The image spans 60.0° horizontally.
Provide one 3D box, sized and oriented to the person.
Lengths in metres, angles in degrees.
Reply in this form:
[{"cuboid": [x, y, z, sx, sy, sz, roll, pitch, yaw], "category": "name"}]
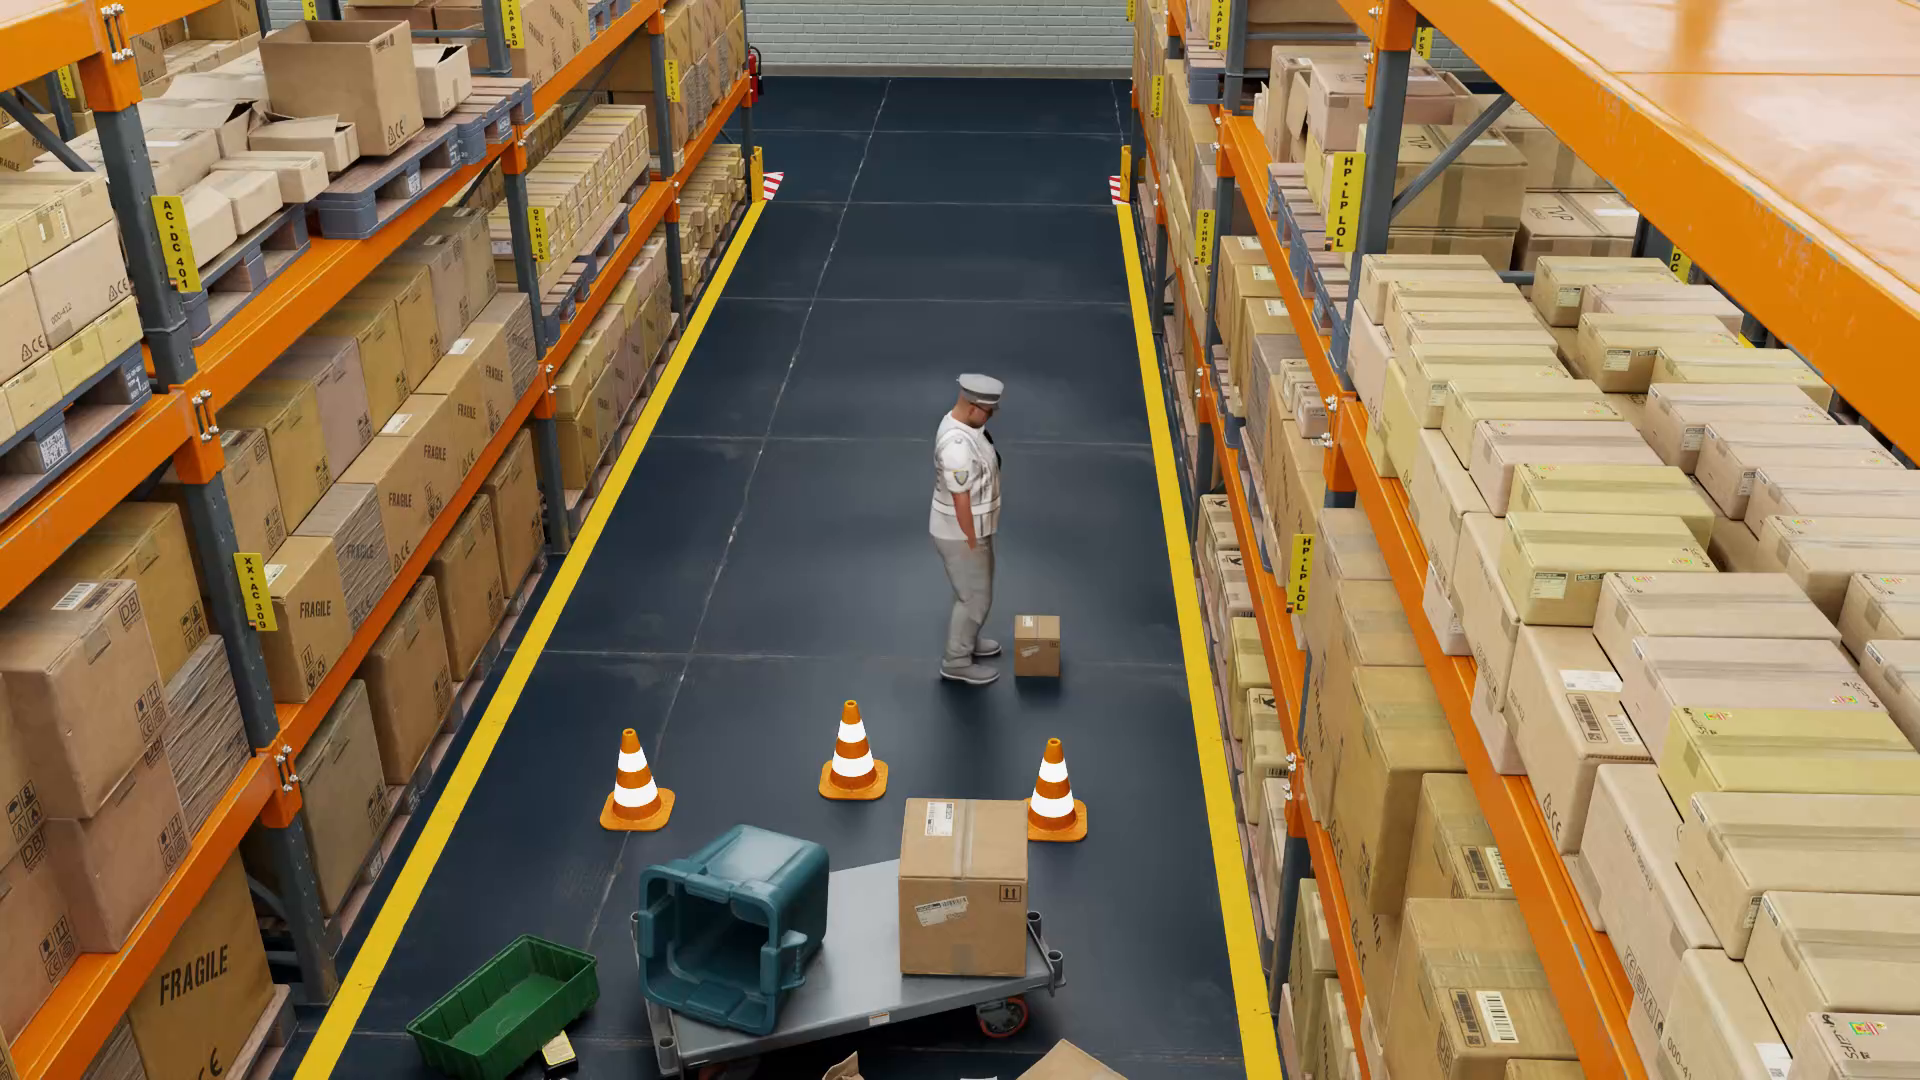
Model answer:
[{"cuboid": [0.032, -0.074, 9.023, 0.393, 1.733, 0.538, 2, 28, 3], "category": "person"}]
